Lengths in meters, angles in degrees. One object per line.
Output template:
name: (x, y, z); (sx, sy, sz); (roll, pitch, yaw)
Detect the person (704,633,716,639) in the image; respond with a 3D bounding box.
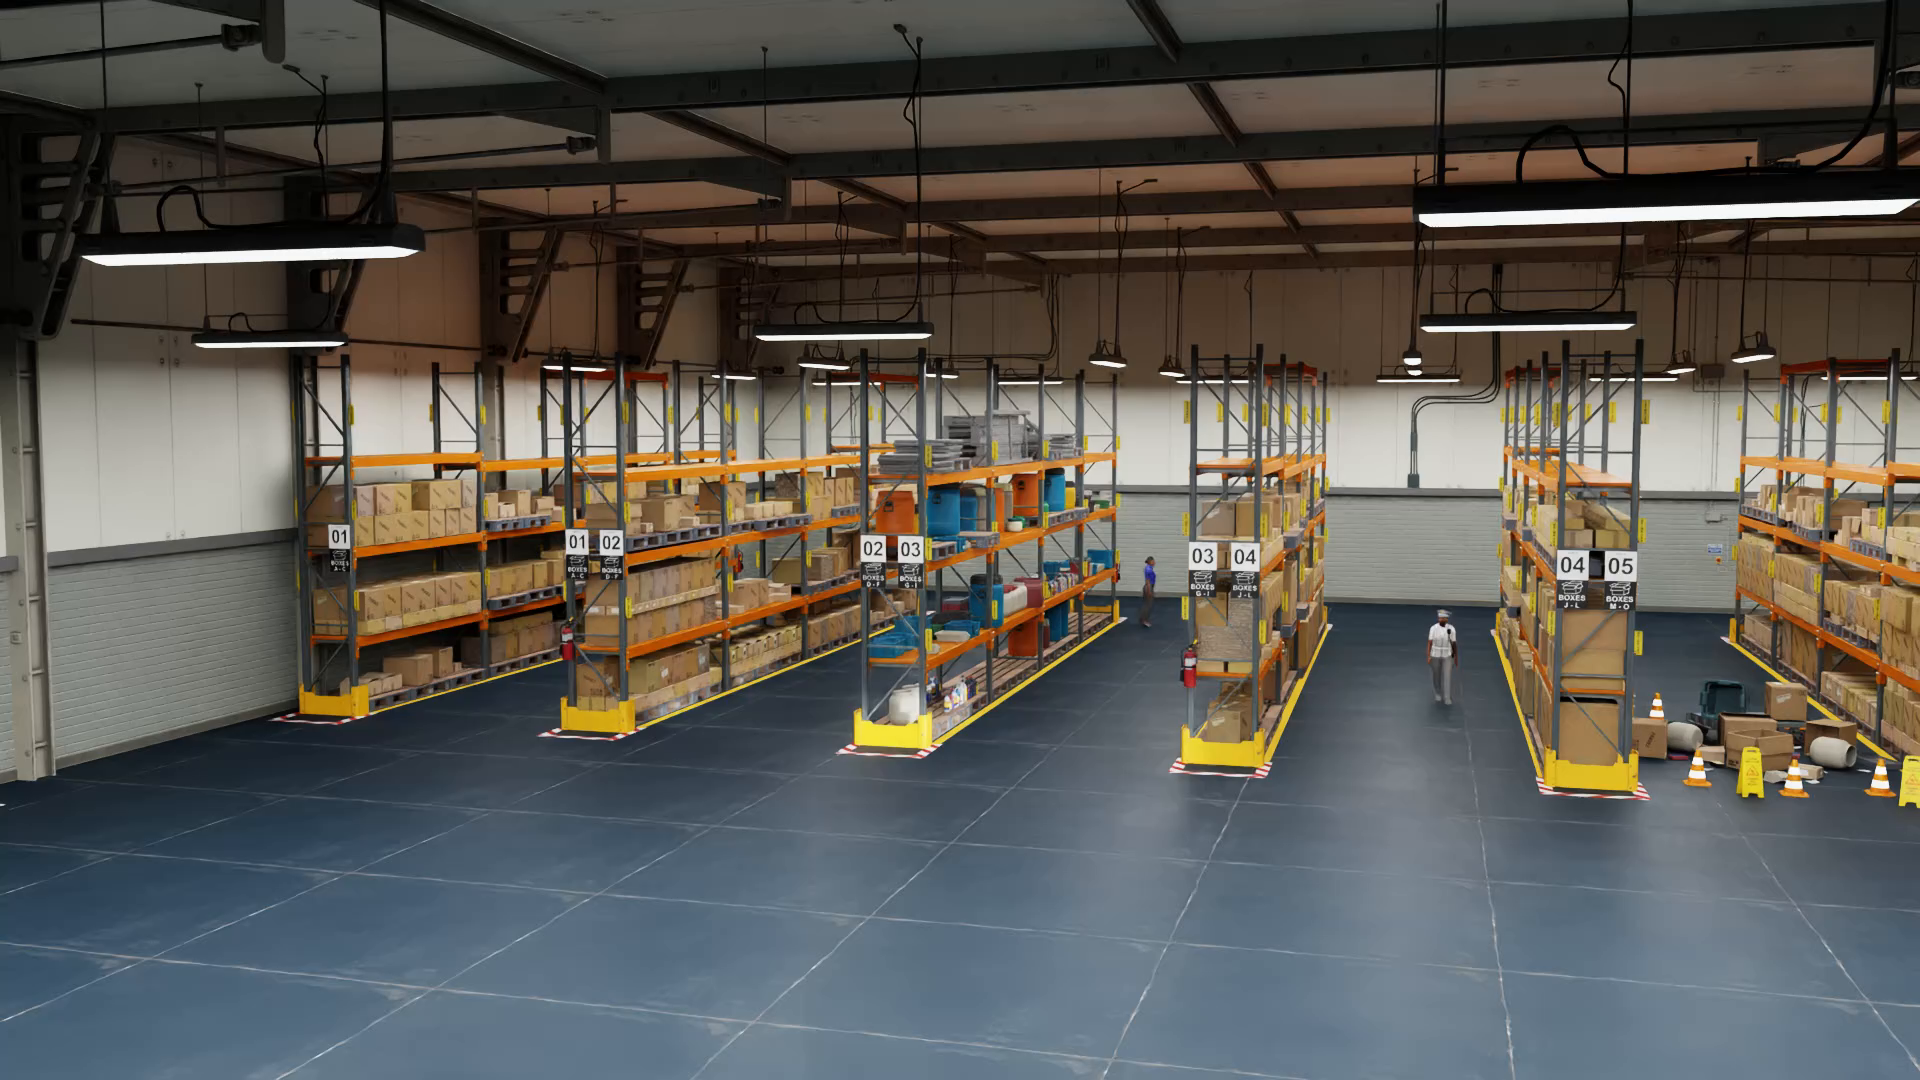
person: (-5.189, 1.574, 34.510); (0.612, 1.684, 0.723); (2, 5, 26)

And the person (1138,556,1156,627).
person: (4.460, 1.232, 39.554); (0.413, 1.712, 0.533); (0, 4, 5)

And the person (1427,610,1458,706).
person: (8.319, 2.013, 28.663); (0.521, 1.634, 0.969); (1, 4, 17)
